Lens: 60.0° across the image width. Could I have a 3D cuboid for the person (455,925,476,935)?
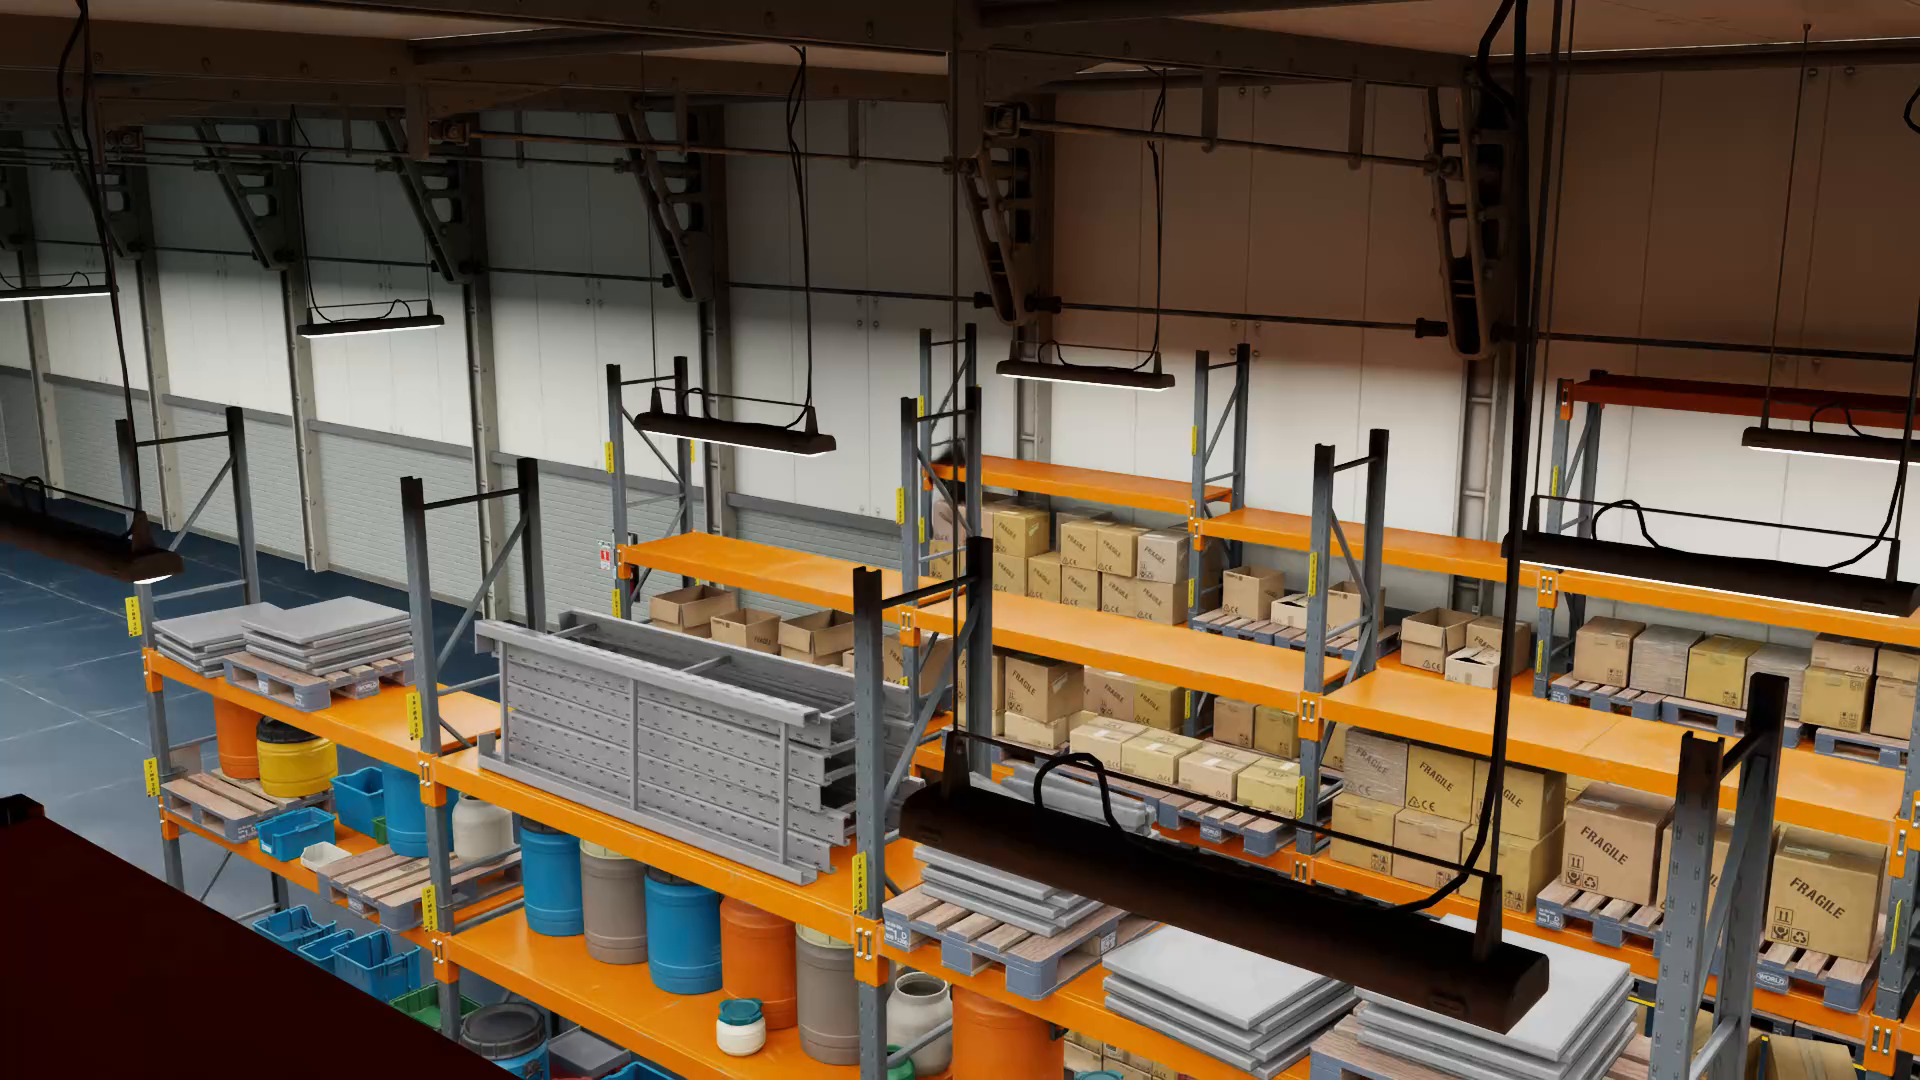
[{"bbox_3d":[-5.292,3.526,17.025,0.566,1.628,0.599,-3,13,-14],"label":"person"}]
